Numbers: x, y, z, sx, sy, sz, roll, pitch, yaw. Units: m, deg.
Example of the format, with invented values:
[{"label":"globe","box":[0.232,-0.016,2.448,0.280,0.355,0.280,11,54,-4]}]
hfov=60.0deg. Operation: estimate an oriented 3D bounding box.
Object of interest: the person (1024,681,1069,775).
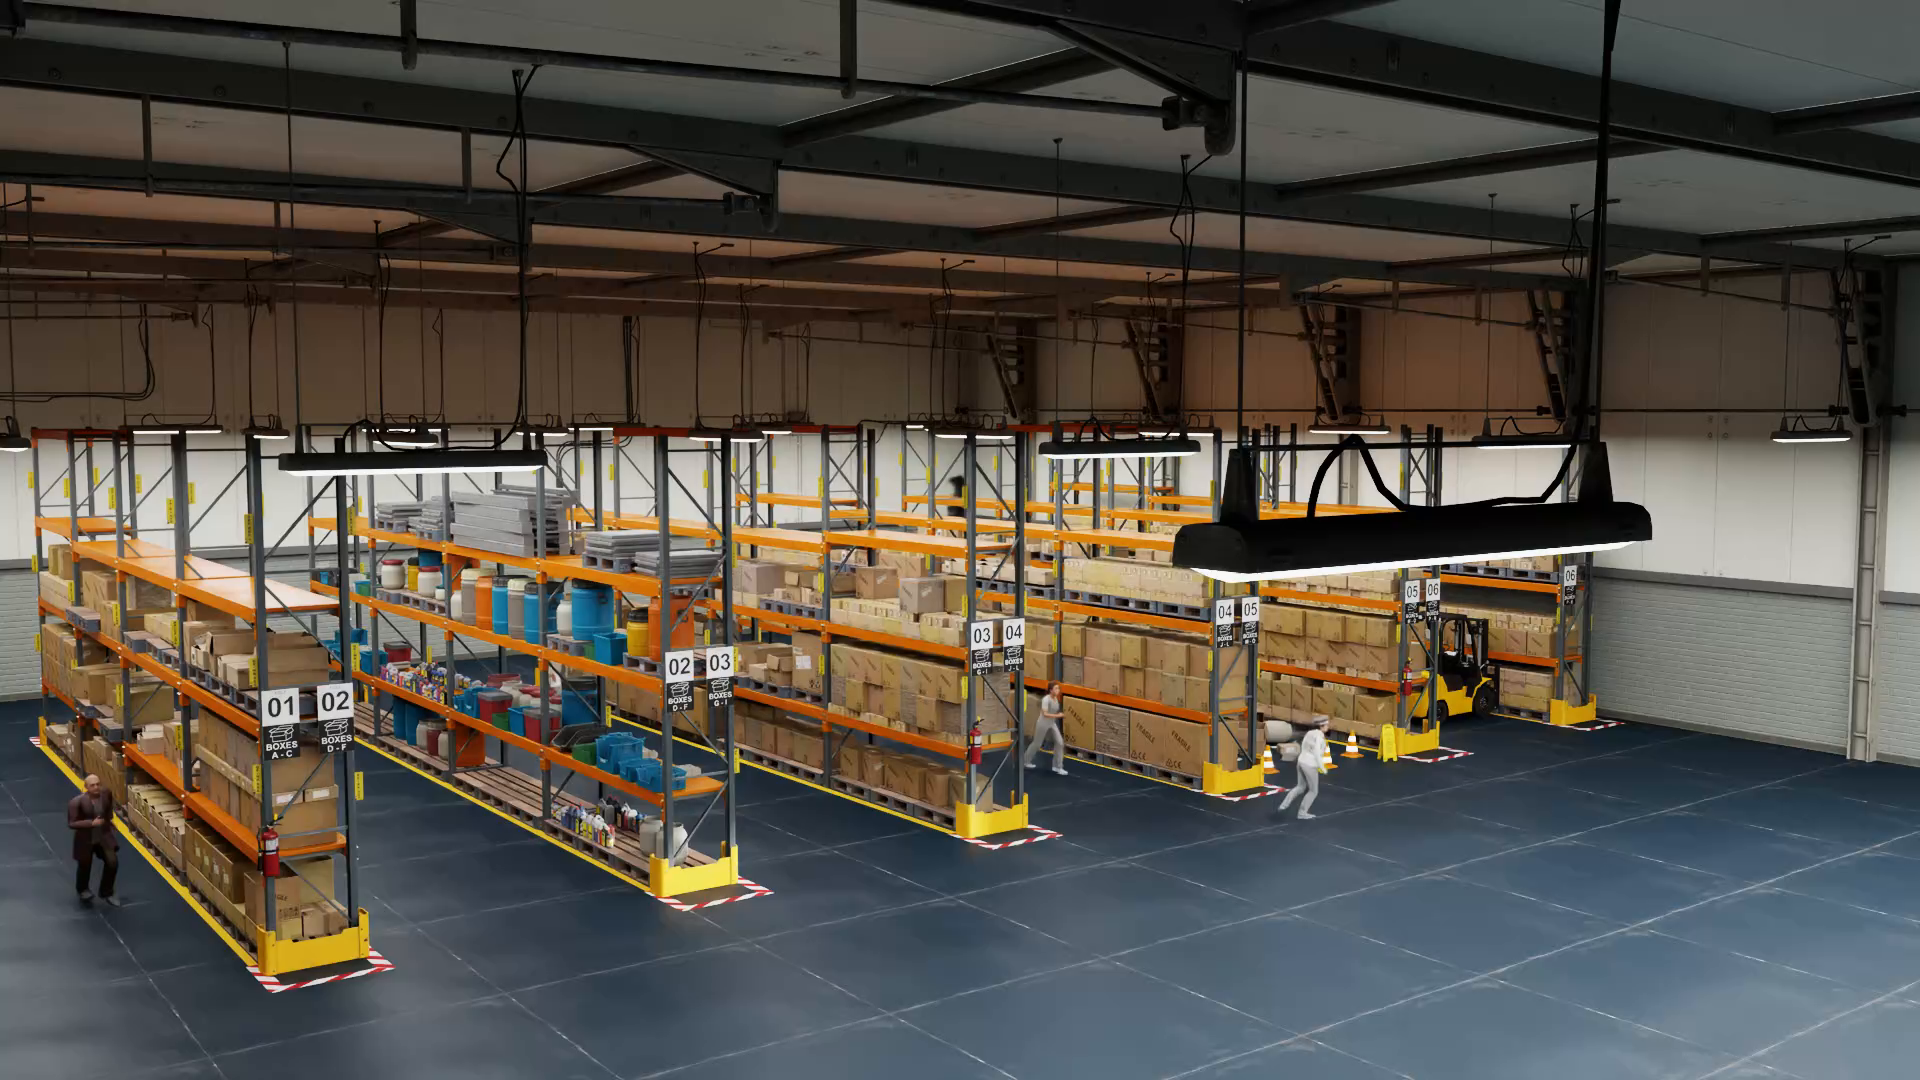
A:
[{"label":"person","box":[1.480,3.244,28.912,0.953,1.640,0.569,4,6,38]}]

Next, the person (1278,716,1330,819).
[{"label":"person","box":[5.343,3.510,25.699,0.705,1.607,0.594,-1,5,-14]}]

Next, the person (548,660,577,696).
[{"label":"person","box":[-8.291,2.796,34.295,0.935,1.692,0.732,4,6,38]}]

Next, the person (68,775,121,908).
[{"label":"person","box":[-11.011,3.802,21.092,0.625,1.728,1.040,-4,6,-43]}]
